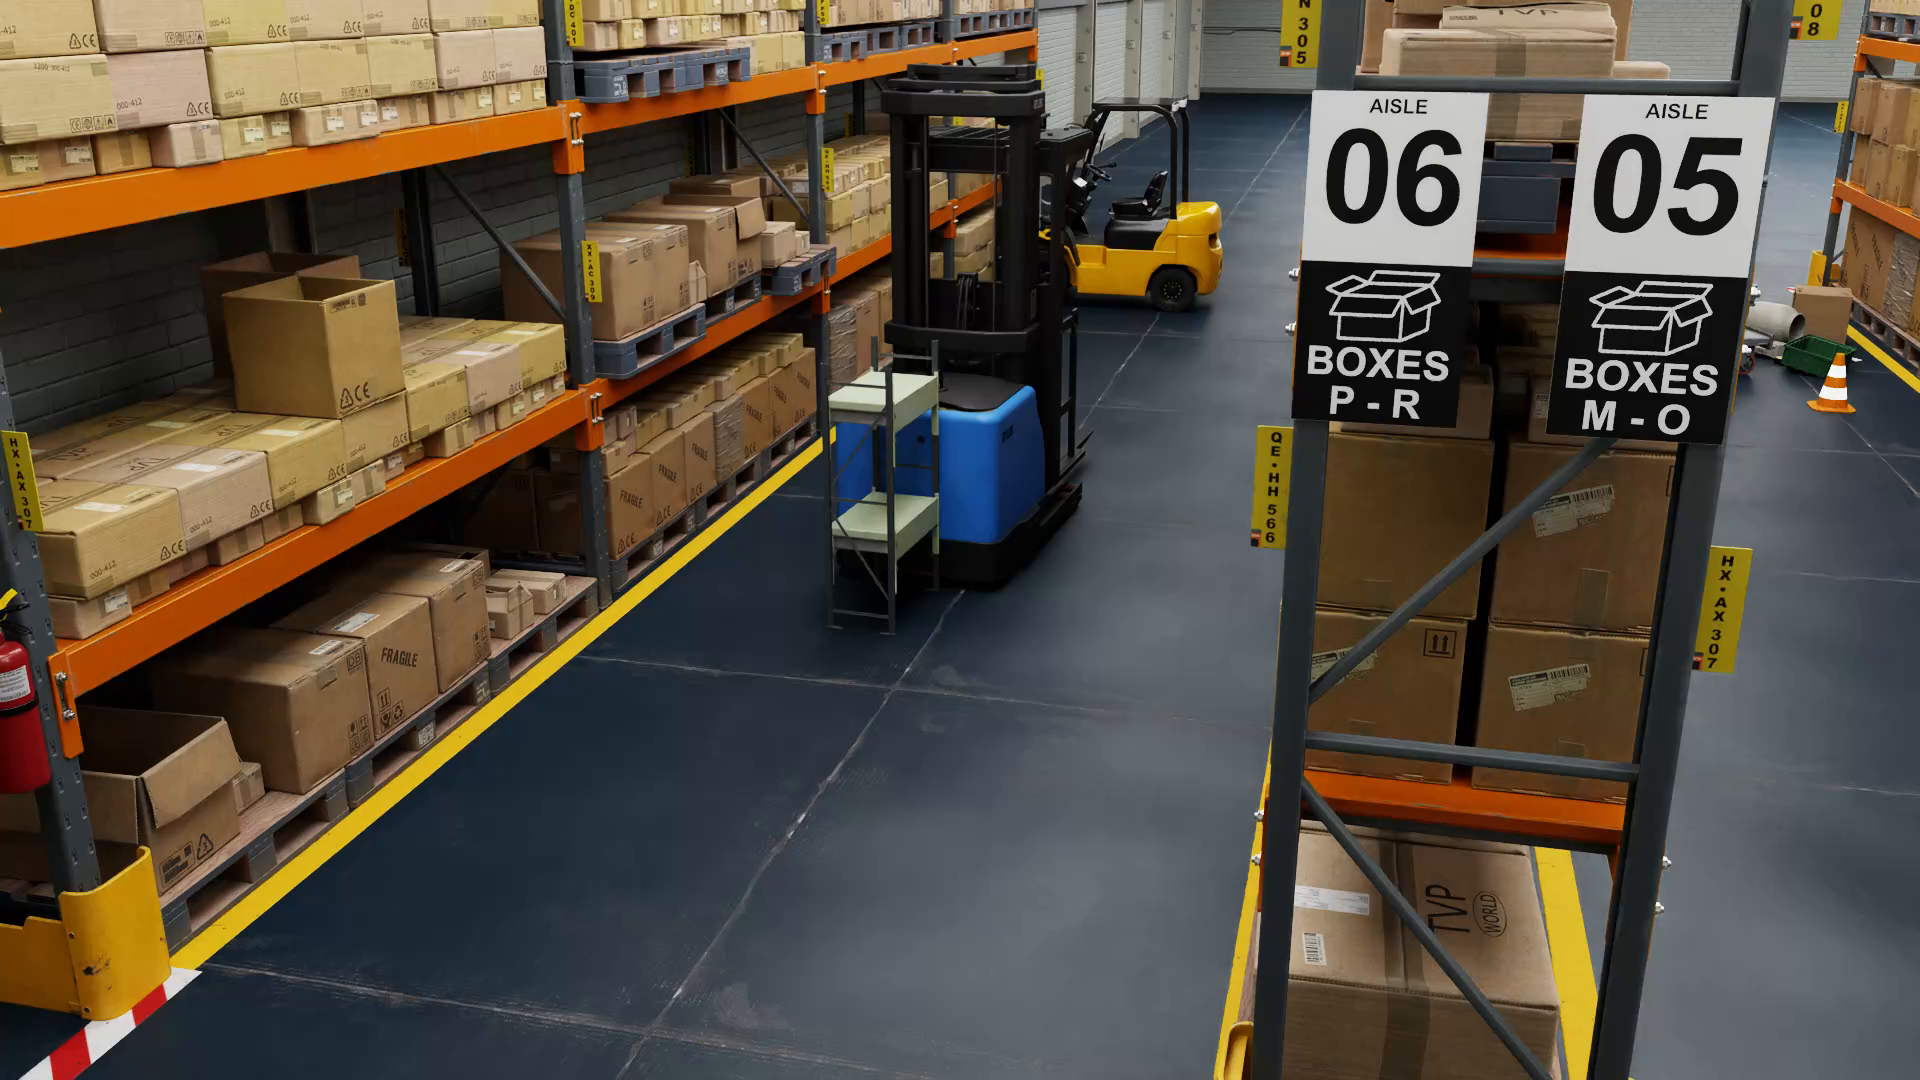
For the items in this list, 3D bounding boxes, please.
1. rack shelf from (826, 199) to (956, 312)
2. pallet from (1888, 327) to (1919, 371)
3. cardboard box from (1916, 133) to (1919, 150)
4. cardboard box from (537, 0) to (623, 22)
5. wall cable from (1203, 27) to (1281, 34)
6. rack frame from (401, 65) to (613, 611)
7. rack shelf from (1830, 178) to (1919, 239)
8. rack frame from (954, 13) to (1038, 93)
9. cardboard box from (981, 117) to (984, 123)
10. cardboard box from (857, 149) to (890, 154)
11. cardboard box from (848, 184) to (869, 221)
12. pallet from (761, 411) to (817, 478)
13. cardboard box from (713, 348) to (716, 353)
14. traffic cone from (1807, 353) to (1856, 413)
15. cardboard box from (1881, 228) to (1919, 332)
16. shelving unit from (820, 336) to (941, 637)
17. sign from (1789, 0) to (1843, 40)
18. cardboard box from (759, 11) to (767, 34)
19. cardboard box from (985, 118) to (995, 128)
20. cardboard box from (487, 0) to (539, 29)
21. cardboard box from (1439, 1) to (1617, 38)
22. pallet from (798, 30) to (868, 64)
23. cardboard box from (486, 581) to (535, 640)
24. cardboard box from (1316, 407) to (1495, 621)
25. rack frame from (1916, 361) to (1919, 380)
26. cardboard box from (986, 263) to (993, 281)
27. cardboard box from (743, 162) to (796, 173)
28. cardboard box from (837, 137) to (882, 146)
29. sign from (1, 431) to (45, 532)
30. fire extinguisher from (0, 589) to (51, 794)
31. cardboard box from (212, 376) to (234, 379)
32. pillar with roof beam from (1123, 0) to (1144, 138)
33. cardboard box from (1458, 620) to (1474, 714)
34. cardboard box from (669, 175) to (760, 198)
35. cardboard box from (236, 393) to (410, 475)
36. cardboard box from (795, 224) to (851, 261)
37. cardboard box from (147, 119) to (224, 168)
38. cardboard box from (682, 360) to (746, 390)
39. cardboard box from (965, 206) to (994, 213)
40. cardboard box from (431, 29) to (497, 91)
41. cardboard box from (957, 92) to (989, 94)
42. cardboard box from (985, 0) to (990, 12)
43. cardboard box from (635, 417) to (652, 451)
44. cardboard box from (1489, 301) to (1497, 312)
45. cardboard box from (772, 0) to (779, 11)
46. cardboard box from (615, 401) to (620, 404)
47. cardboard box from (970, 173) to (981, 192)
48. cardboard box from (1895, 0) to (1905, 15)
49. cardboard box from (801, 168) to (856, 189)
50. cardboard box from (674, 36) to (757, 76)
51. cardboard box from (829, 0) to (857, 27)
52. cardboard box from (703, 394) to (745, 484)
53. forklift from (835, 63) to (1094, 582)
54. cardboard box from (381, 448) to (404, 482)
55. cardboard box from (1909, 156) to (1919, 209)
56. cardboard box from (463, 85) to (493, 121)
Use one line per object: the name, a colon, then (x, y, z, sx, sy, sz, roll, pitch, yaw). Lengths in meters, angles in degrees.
rack shelf: (-1.041, -2.611, 14.803, 1.077, 0.370, 4.000, 5, 19, 13)
pallet: (9.348, -1.741, 15.457, 1.003, 0.211, 1.213, 5, 19, 13)
cardboard box: (9.497, -3.863, 15.453, 0.875, 0.550, 0.550, 5, 19, 13)
cardboard box: (-2.009, -2.817, 8.778, 0.380, 0.149, 0.250, 5, 20, 15)
wall cable: (8.713, -16.276, 49.221, 3.097, 2.526, 0.112, 5, 19, 13)
rack frame: (-2.507, -1.071, 9.181, 1.000, 3.000, 0.127, 5, 19, 13)
rack shelf: (9.575, -3.114, 16.278, 1.077, 0.370, 4.000, 5, 19, 13)
rack frame: (0.425, -4.832, 20.193, 1.000, 3.000, 0.127, 5, 19, 13)
cardboard box: (0.043, -4.475, 17.531, 0.380, 0.149, 0.250, 4, 19, 13)
cardboard box: (-0.704, -3.405, 14.857, 0.380, 0.149, 0.250, 5, 19, 14)
cardboard box: (-1.061, -2.767, 13.605, 0.500, 0.250, 0.500, 5, 20, 15)
pallet: (-1.749, -0.774, 12.626, 1.003, 0.211, 1.213, 5, 19, 13)
cardboard box: (-2.050, -1.427, 12.439, 0.380, 0.149, 0.250, 5, 20, 15)
traffic cone: (7.295, -1.326, 13.855, 0.336, 0.463, 0.334, 5, 19, 13)
cardboard box: (9.524, -2.496, 15.991, 0.875, 0.875, 0.875, 5, 19, 14)
shelving unit: (-0.429, -0.316, 9.291, 0.431, 1.500, 0.755, 6, 20, 17)
sign: (1.867, -1.251, 3.594, 0.100, 0.325, 0.005, 5, 19, 13)
cardboard box: (-1.554, -3.571, 11.477, 0.380, 0.149, 0.250, 5, 20, 15)
cardboard box: (0.178, -4.495, 18.047, 0.380, 0.149, 0.250, 4, 19, 12)
cardboard box: (-2.397, -2.619, 8.073, 0.500, 0.250, 0.500, 5, 19, 14)
cardboard box: (1.744, -1.515, 5.174, 0.500, 0.311, 0.500, 5, 19, 14)
pallet: (-1.451, -3.874, 13.041, 1.213, 0.211, 1.003, 6, 20, 16)
cardboard box: (-2.446, 0.334, 8.648, 0.396, 0.266, 0.258, 5, 20, 15)
cardboard box: (1.217, -0.116, 4.686, 0.500, 0.500, 0.500, 5, 20, 15)
rack frame: (9.086, -2.828, 14.326, 1.000, 3.000, 0.127, 5, 19, 13)
cardboard box: (0.106, -2.924, 18.211, 0.500, 0.250, 0.500, 5, 19, 14)
cardboard box: (-1.576, -3.046, 13.807, 0.380, 0.149, 0.250, 4, 19, 12)
cardboard box: (-0.963, -3.759, 15.894, 0.380, 0.149, 0.250, 4, 19, 12)
sign: (-2.958, -0.184, 5.245, 0.100, 0.325, 0.005, 5, 19, 13)
fire extinguisher: (-3.072, 0.479, 5.342, 0.296, 0.674, 0.183, 5, 19, 13)
cardboard box: (-3.134, -0.687, 7.830, 0.500, 0.250, 0.500, 5, 20, 15)
pillar with roof beam: (7.953, -12.825, 34.315, 9.100, 9.000, 0.400, 5, 19, 13)
cardboard box: (1.822, 0.238, 5.195, 0.500, 0.500, 0.500, 4, 19, 13)
cardboard box: (-1.807, -2.421, 12.332, 0.500, 0.500, 0.500, 6, 20, 16)
cardboard box: (-2.764, -0.487, 7.244, 0.500, 0.250, 0.500, 4, 19, 12)
cardboard box: (-1.184, -2.373, 13.227, 0.500, 0.250, 0.500, 5, 19, 14)
cardboard box: (-2.902, -1.432, 5.988, 0.380, 0.149, 0.250, 5, 20, 15)
cardboard box: (-1.718, -1.148, 11.621, 0.380, 0.149, 0.250, 4, 19, 13)
cardboard box: (0.251, -3.556, 18.515, 0.500, 0.250, 0.500, 4, 19, 12)
cardboard box: (-2.499, -2.225, 7.693, 0.500, 0.250, 0.500, 4, 19, 12)
cardboard box: (0.136, -5.238, 19.765, 0.380, 0.149, 0.250, 4, 19, 12)
cardboard box: (0.105, -5.621, 17.267, 0.396, 0.266, 0.258, 4, 19, 12)
cardboard box: (-2.117, -0.659, 10.190, 0.380, 0.149, 0.250, 4, 19, 11)
cardboard box: (2.121, -0.912, 6.011, 0.380, 0.149, 0.250, 5, 19, 13)
cardboard box: (-1.494, -3.797, 11.678, 0.380, 0.149, 0.250, 4, 19, 12)
cardboard box: (-2.430, -0.856, 10.766, 0.380, 0.149, 0.250, 5, 20, 15)
cardboard box: (-0.080, -3.908, 17.335, 0.500, 0.500, 0.500, 5, 19, 14)
cardboard box: (9.423, -5.230, 16.301, 0.380, 0.149, 0.250, 5, 19, 14)
cardboard box: (-1.064, -2.922, 13.442, 0.380, 0.149, 0.250, 5, 20, 15)
cardboard box: (-1.664, -3.178, 10.943, 0.500, 0.250, 0.500, 5, 19, 13)
cardboard box: (-1.116, -4.245, 12.875, 0.500, 0.500, 0.500, 5, 19, 14)
cardboard box: (-1.791, -0.706, 11.332, 0.500, 0.500, 0.500, 4, 19, 11)
forklift: (8.331, -0.410, 7.037, 19.036, 3.140, 5.327, 6, 20, 17)
cardboard box: (-2.734, -0.350, 7.459, 0.380, 0.149, 0.250, 5, 19, 13)
cardboard box: (9.523, -3.350, 15.622, 0.875, 0.550, 0.550, 5, 19, 13)
cardboard box: (-2.445, -2.075, 7.870, 0.380, 0.149, 0.250, 5, 20, 15)
